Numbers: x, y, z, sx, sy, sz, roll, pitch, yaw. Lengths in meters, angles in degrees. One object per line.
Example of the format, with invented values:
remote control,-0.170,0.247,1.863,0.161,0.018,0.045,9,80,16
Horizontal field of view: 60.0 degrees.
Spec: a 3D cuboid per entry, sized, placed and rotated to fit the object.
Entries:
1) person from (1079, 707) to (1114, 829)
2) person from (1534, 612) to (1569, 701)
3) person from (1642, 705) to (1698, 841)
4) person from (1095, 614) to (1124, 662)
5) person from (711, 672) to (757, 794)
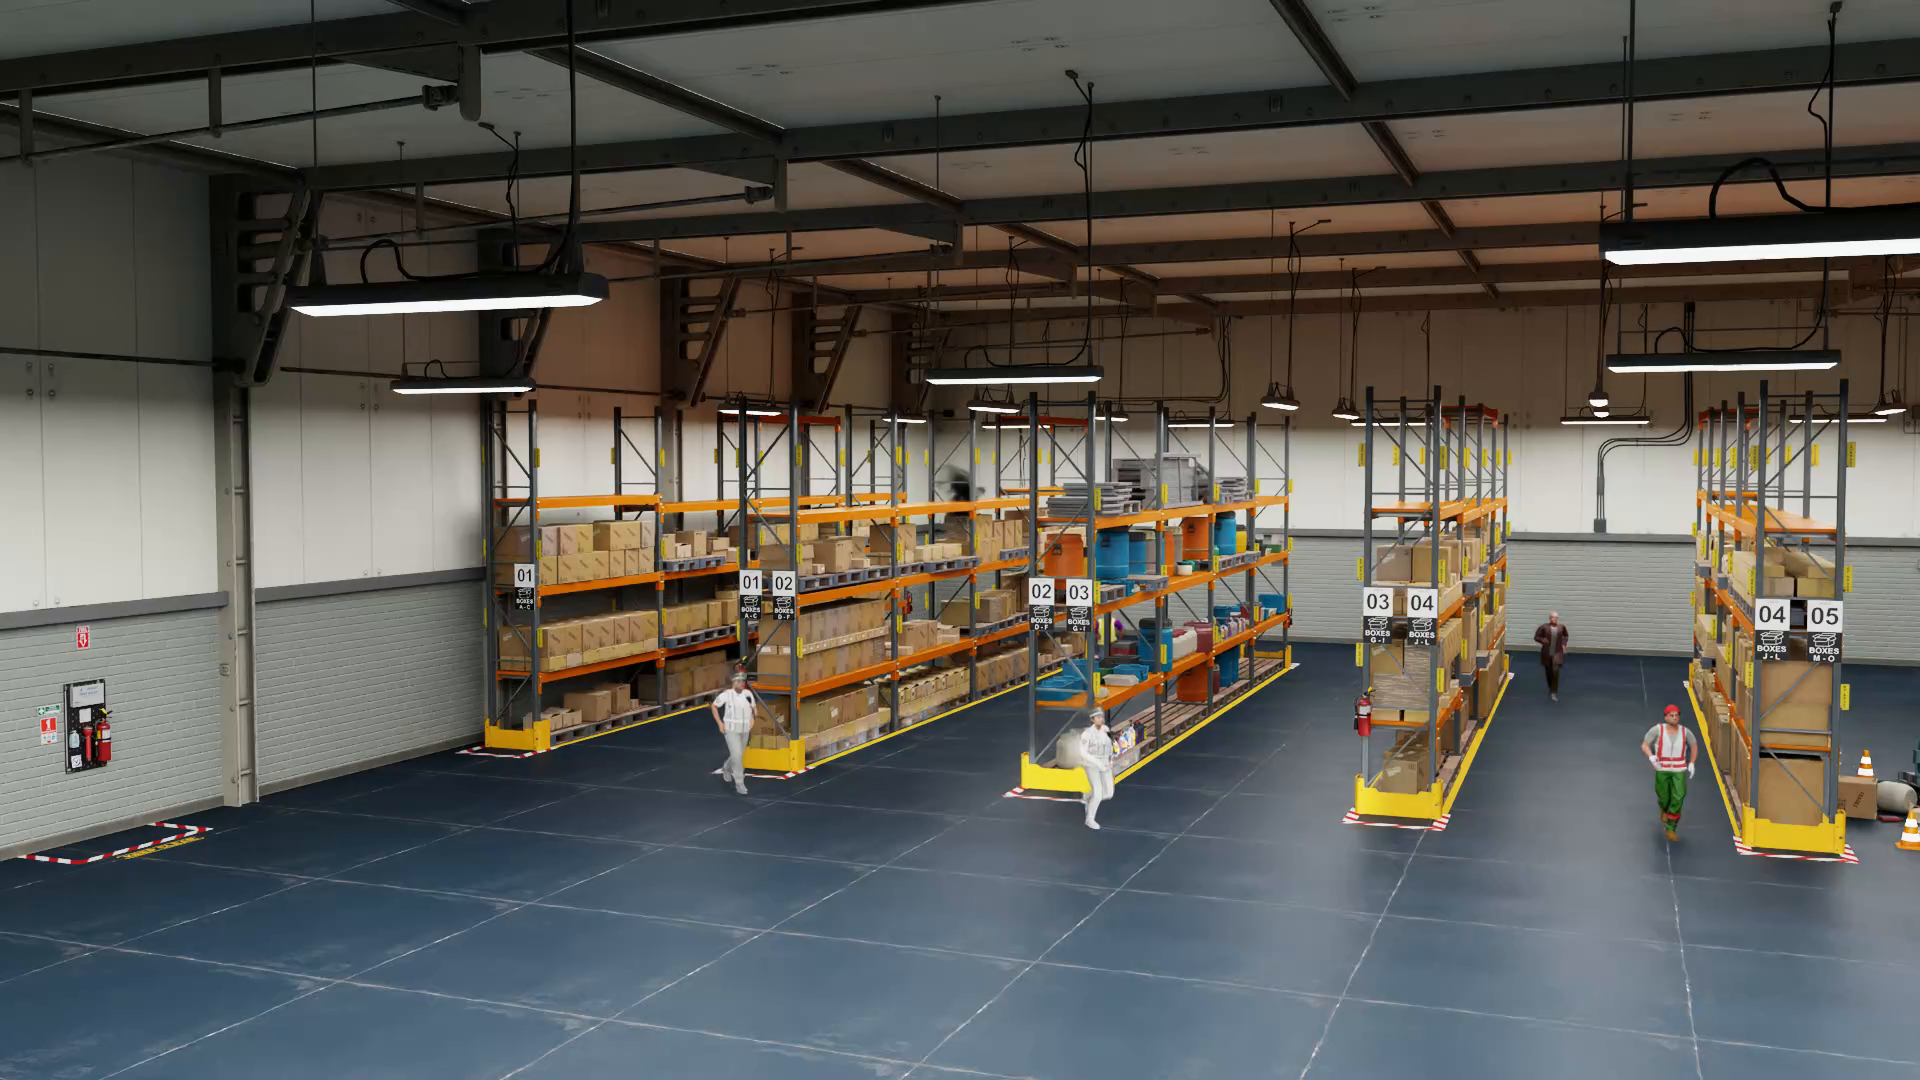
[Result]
person,1.878,3.073,22.528,0.640,1.665,0.586,-2,3,-34
person,12.312,2.401,34.646,0.685,1.805,0.988,1,3,19
person,9.398,3.050,22.010,0.697,1.758,0.662,1,3,17
person,3.238,2.316,36.664,0.684,1.725,0.627,1,3,14
person,-3.381,2.885,25.181,0.683,1.801,0.921,-2,4,-39
